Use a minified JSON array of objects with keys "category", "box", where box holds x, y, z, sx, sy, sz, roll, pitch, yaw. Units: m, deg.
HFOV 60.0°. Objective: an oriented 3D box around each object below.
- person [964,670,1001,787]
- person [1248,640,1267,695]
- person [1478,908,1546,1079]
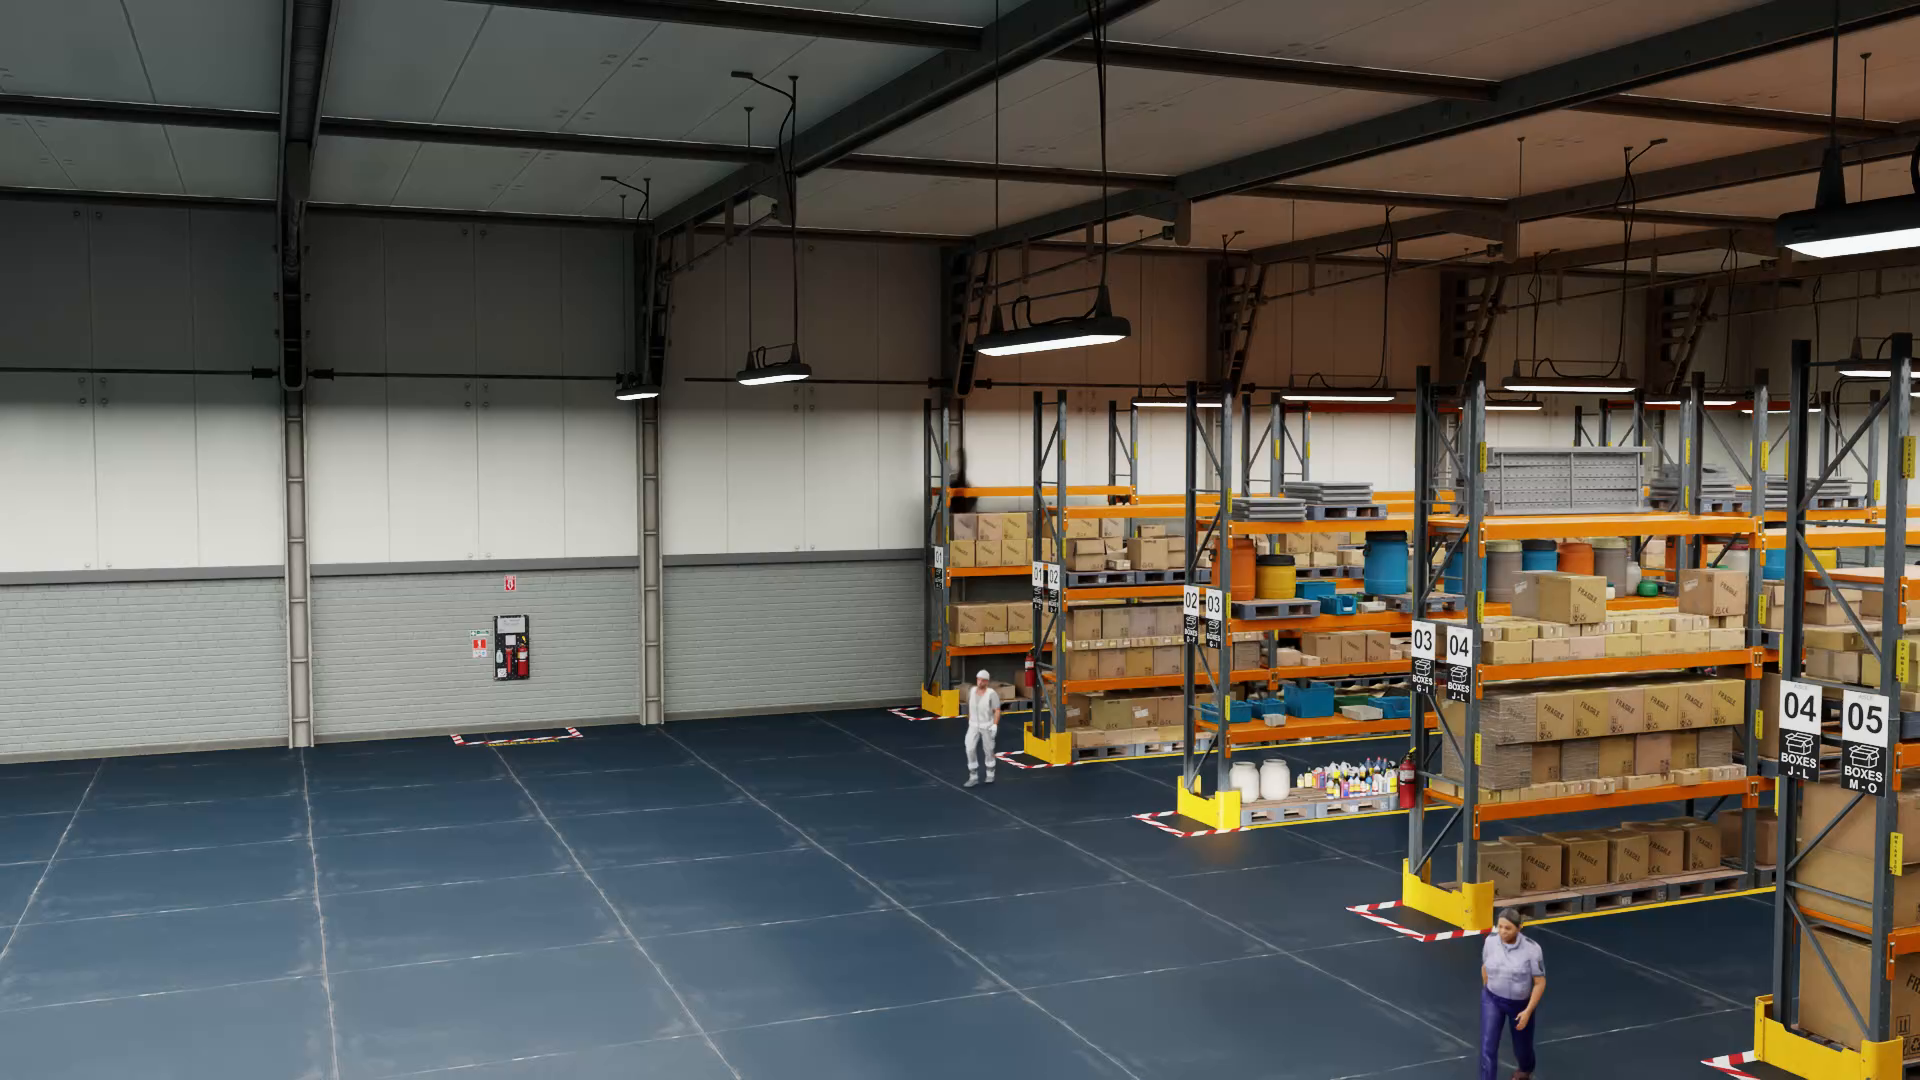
[{"category":"person","box":[0.364,2.796,24.868,0.576,1.745,0.755,1,4,17]},{"category":"person","box":[5.454,2.438,31.623,0.857,1.752,0.642,-3,4,-38]},{"category":"person","box":[4.272,3.600,12.898,0.515,1.577,1.004,1,4,22]}]
